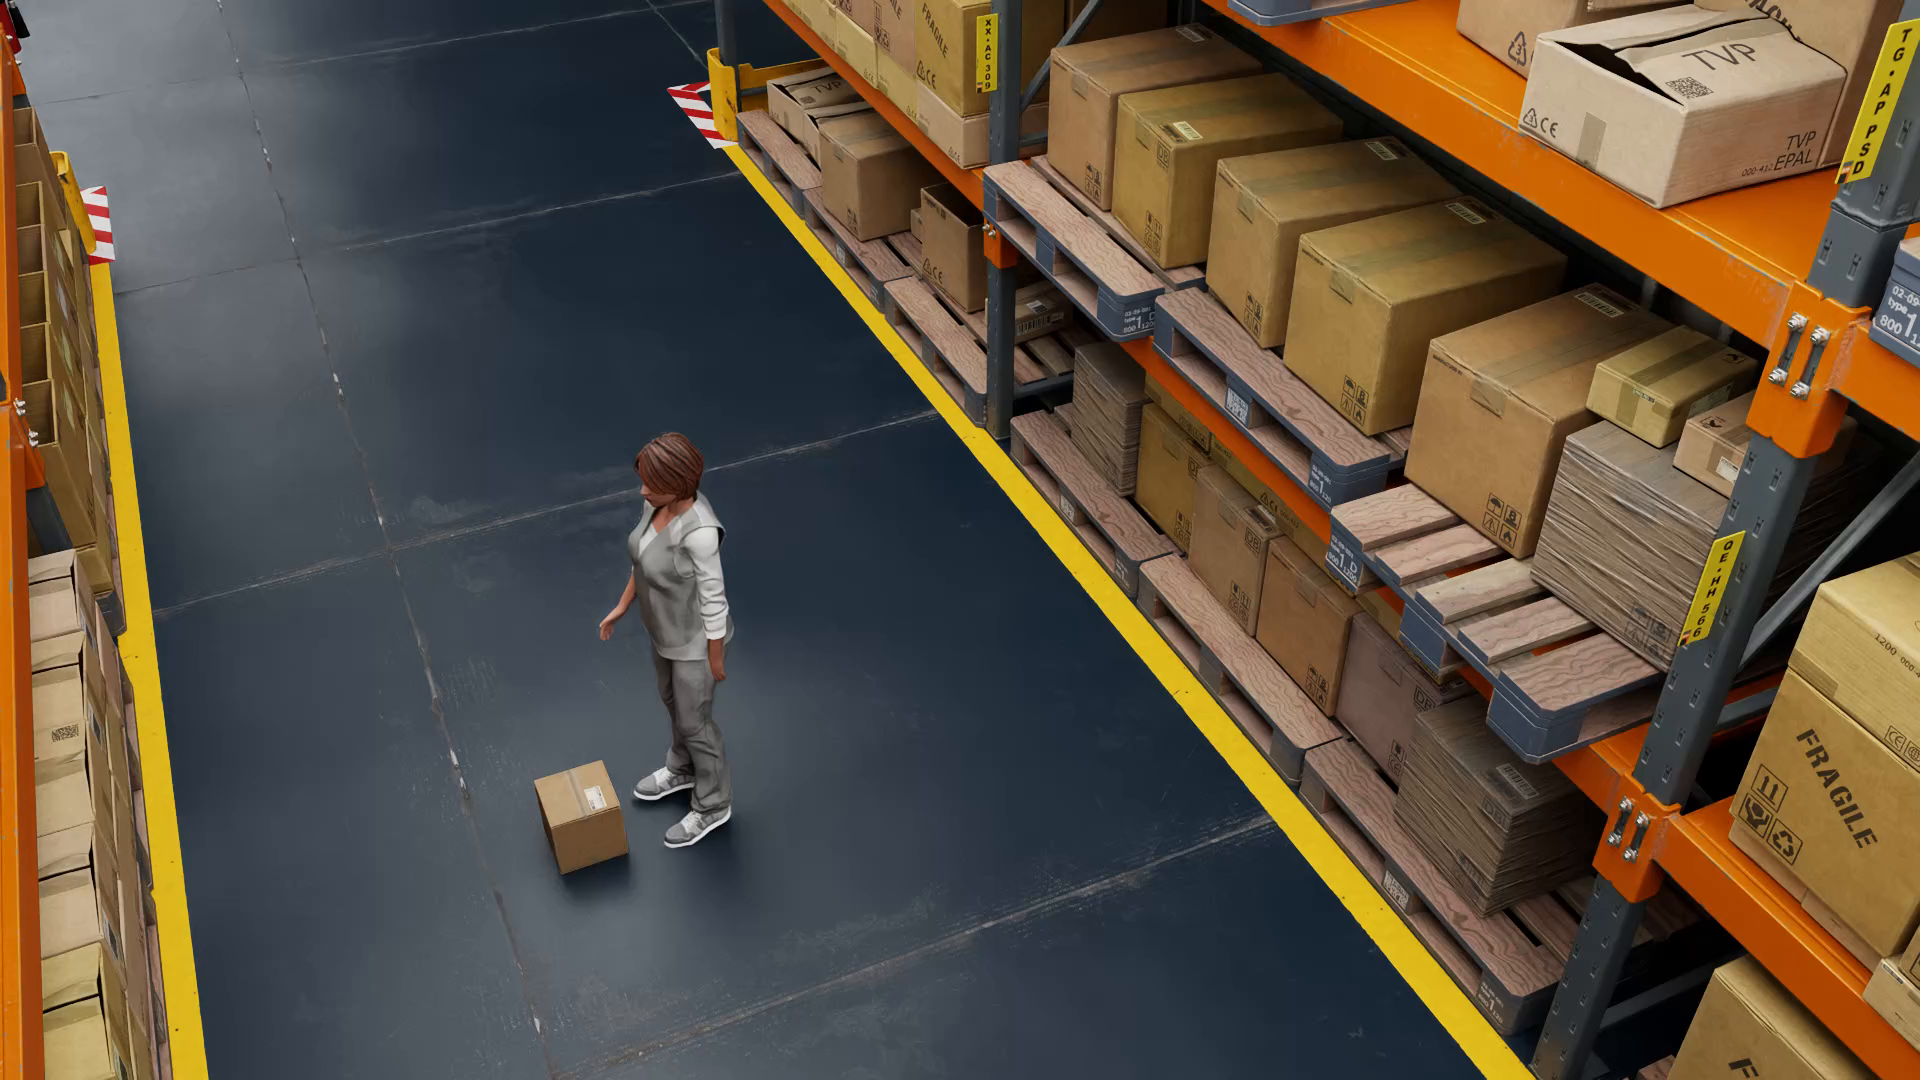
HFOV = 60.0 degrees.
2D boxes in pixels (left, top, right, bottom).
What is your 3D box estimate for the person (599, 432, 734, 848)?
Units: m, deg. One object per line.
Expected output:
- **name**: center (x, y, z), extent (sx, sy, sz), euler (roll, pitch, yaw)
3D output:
- **person**: center (-0.988, 0.343, 5.701), extent (0.413, 1.622, 0.431), euler (-18, 41, -22)
